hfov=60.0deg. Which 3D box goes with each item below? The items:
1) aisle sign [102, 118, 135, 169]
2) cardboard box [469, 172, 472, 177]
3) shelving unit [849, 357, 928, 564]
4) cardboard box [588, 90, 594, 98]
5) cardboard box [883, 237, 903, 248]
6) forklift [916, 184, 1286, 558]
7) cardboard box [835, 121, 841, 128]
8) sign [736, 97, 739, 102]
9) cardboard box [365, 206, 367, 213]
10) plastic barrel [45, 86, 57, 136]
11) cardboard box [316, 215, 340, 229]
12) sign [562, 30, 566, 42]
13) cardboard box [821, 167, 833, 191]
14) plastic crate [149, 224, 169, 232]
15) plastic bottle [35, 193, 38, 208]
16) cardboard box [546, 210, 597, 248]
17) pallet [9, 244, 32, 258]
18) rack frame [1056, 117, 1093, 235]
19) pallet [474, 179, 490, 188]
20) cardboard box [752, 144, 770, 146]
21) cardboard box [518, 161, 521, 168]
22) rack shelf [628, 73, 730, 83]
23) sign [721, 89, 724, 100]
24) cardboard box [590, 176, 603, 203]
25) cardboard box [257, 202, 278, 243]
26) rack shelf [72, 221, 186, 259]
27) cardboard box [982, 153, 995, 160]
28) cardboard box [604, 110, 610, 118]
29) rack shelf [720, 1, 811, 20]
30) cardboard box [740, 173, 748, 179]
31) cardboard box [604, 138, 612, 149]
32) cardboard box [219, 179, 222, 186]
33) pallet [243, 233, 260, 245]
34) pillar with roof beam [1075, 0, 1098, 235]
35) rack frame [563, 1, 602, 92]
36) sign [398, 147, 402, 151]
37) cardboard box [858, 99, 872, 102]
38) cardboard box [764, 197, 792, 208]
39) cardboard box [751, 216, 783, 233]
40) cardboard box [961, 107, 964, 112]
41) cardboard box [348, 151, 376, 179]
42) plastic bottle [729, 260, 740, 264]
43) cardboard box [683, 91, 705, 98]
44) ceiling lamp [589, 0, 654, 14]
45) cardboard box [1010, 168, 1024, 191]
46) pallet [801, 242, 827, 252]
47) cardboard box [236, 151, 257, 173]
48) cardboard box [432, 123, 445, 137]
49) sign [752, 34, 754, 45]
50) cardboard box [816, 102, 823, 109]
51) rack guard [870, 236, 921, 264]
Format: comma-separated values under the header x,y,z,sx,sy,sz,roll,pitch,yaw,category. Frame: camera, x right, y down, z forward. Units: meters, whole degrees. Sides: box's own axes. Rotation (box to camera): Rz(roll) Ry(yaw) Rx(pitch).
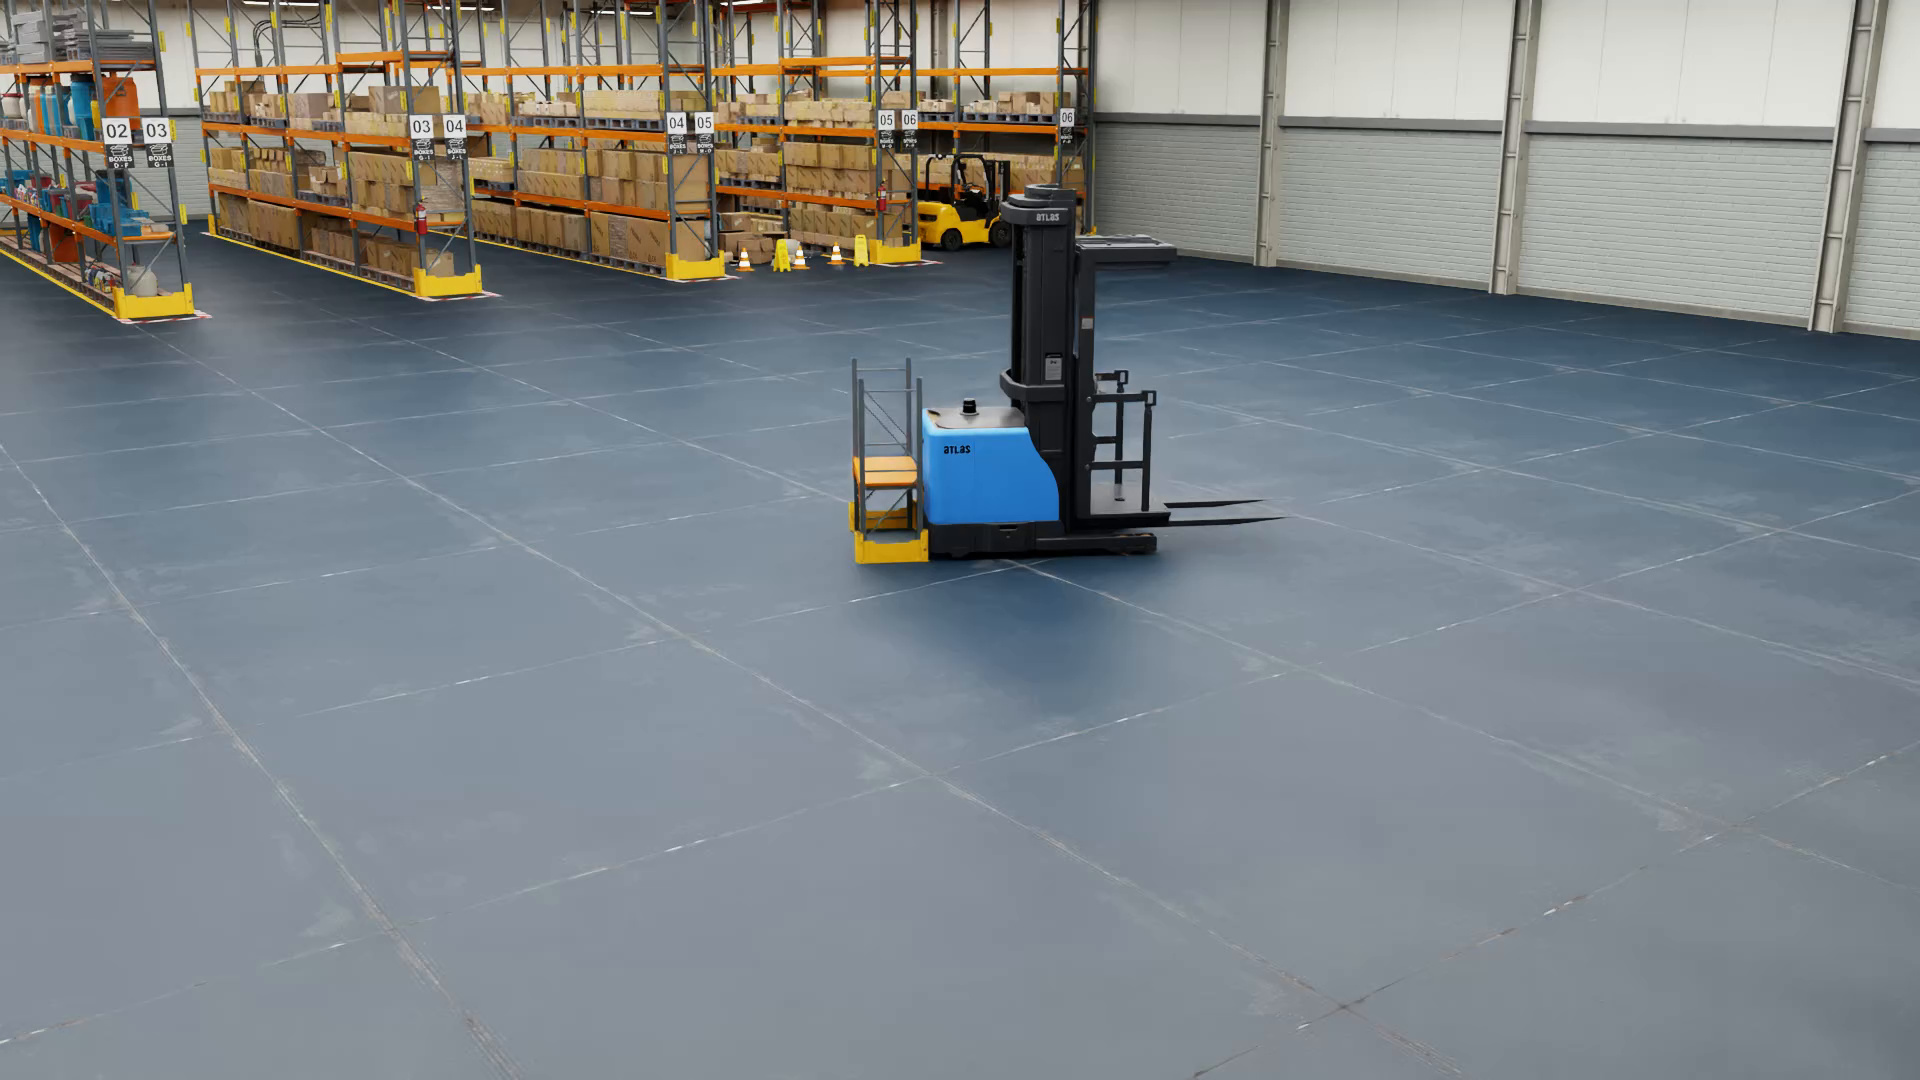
x,y,z,sx,sy,sz,roll,pitch,yaw,category
-13.581,-6.395,26.836,0.394,0.787,0.004,-11,19,-35,aisle sign
-11.893,-8.988,40.914,0.380,0.149,0.250,-12,19,-37,cardboard box
-0.606,-0.682,13.725,0.587,1.500,1.083,-2,15,-6,shelving unit
-7.567,-9.350,34.855,0.380,0.149,0.250,-11,19,-35,cardboard box
-1.611,-6.601,36.927,0.500,0.250,0.500,-11,19,-35,cardboard box
1.184,-1.423,13.725,3.031,2.935,1.130,-2,15,-7,forklift
-2.527,-9.146,36.605,0.380,0.149,0.250,-11,19,-36,cardboard box
-5.624,-10.998,41.916,0.100,0.325,0.005,-11,19,-35,sign
-11.385,-6.456,32.457,0.380,0.149,0.250,-11,19,-35,cardboard box
-16.594,-7.960,30.846,0.600,0.901,0.600,0,15,0,plastic barrel
-13.662,-6.910,36.122,0.500,0.250,0.500,-10,18,-32,cardboard box
-11.221,-14.262,47.070,0.100,0.325,0.005,-11,19,-35,sign
-2.767,-8.101,37.239,0.500,0.500,0.500,-11,19,-34,cardboard box
-13.649,-5.317,28.319,0.298,0.136,0.250,-11,19,-35,plastic crate
-18.805,-6.924,33.915,0.061,0.283,0.133,-11,19,-35,plastic bottle
-8.659,-7.017,37.497,1.050,0.750,0.750,-11,19,-35,cardboard box
-20.902,-6.571,37.686,1.003,0.211,1.213,-11,19,-35,pallet
2.652,-8.281,38.651,1.000,3.000,0.127,-11,19,-35,rack frame
-11.206,-8.752,40.735,1.003,0.211,1.213,-11,19,-35,pallet
-4.874,-9.620,40.764,0.380,0.149,0.250,-12,19,-37,cardboard box
-10.425,-9.035,39.960,0.380,0.149,0.250,-11,19,-35,cardboard box
-7.240,-11.999,42.991,1.077,0.370,4.000,-11,19,-35,rack shelf
-7.194,-13.482,50.315,0.100,0.325,0.005,-11,19,-35,sign
-7.430,-7.570,35.767,0.875,0.550,0.550,-11,19,-35,cardboard box
-15.514,-7.388,38.615,1.225,0.875,0.875,-12,19,-36,cardboard box
-14.559,-5.283,29.059,1.077,0.370,4.000,-11,19,-35,rack shelf
0.700,-9.360,40.611,0.380,0.149,0.250,-10,18,-33,cardboard box
-7.118,-8.803,34.367,0.380,0.149,0.250,-11,19,-35,cardboard box
-5.579,-15.420,48.438,1.077,0.370,4.000,-11,19,-35,rack shelf
-5.112,-8.849,40.405,0.380,0.149,0.250,-10,18,-33,cardboard box
-9.516,-10.878,46.054,0.500,0.500,0.500,-11,19,-34,cardboard box
-18.236,-8.921,41.464,0.380,0.149,0.250,-11,19,-36,cardboard box
-16.816,-7.364,40.581,1.003,0.211,1.213,-11,19,-35,pallet
-0.510,-10.795,36.472,9.100,9.000,0.400,-11,19,-35,pillar with roof beam
-10.768,-13.820,47.524,1.000,3.000,0.127,-11,19,-35,rack frame
-15.151,-10.470,45.008,0.100,0.325,0.005,-11,19,-35,sign
-2.493,-11.727,44.525,0.380,0.149,0.250,-10,18,-33,cardboard box
-5.391,-10.139,49.379,0.700,0.500,0.500,-12,19,-37,cardboard box
-4.858,-7.712,40.753,0.950,0.372,0.625,-10,18,-33,cardboard box
-0.040,-10.923,42.114,0.380,0.149,0.250,-11,19,-35,cardboard box
-11.669,-7.364,32.654,0.500,0.500,0.500,-11,19,-35,cardboard box
-4.878,-5.983,35.821,0.283,0.061,0.133,10,18,33,plastic bottle
-5.244,-8.802,32.851,0.380,0.149,0.250,-11,19,-34,cardboard box
-10.214,-17.618,50.342,2.000,3.185,0.800,-11,19,-35,ceiling lamp
1.552,-8.615,39.682,0.500,0.500,0.500,-11,19,-36,cardboard box
-3.289,-6.881,38.818,1.003,0.211,1.213,-11,19,-35,pallet
-16.919,-9.024,39.664,0.500,0.500,0.500,-10,18,-33,cardboard box
-9.451,-7.489,30.359,0.500,0.250,0.500,-10,18,-33,cardboard box
-6.294,-15.200,50.496,0.100,0.325,0.005,-11,19,-35,sign
-2.981,-9.687,37.070,0.380,0.149,0.250,-11,19,-35,cardboard box
-1.405,-6.321,36.222,1.175,0.500,0.348,-11,19,-35,rack guard
